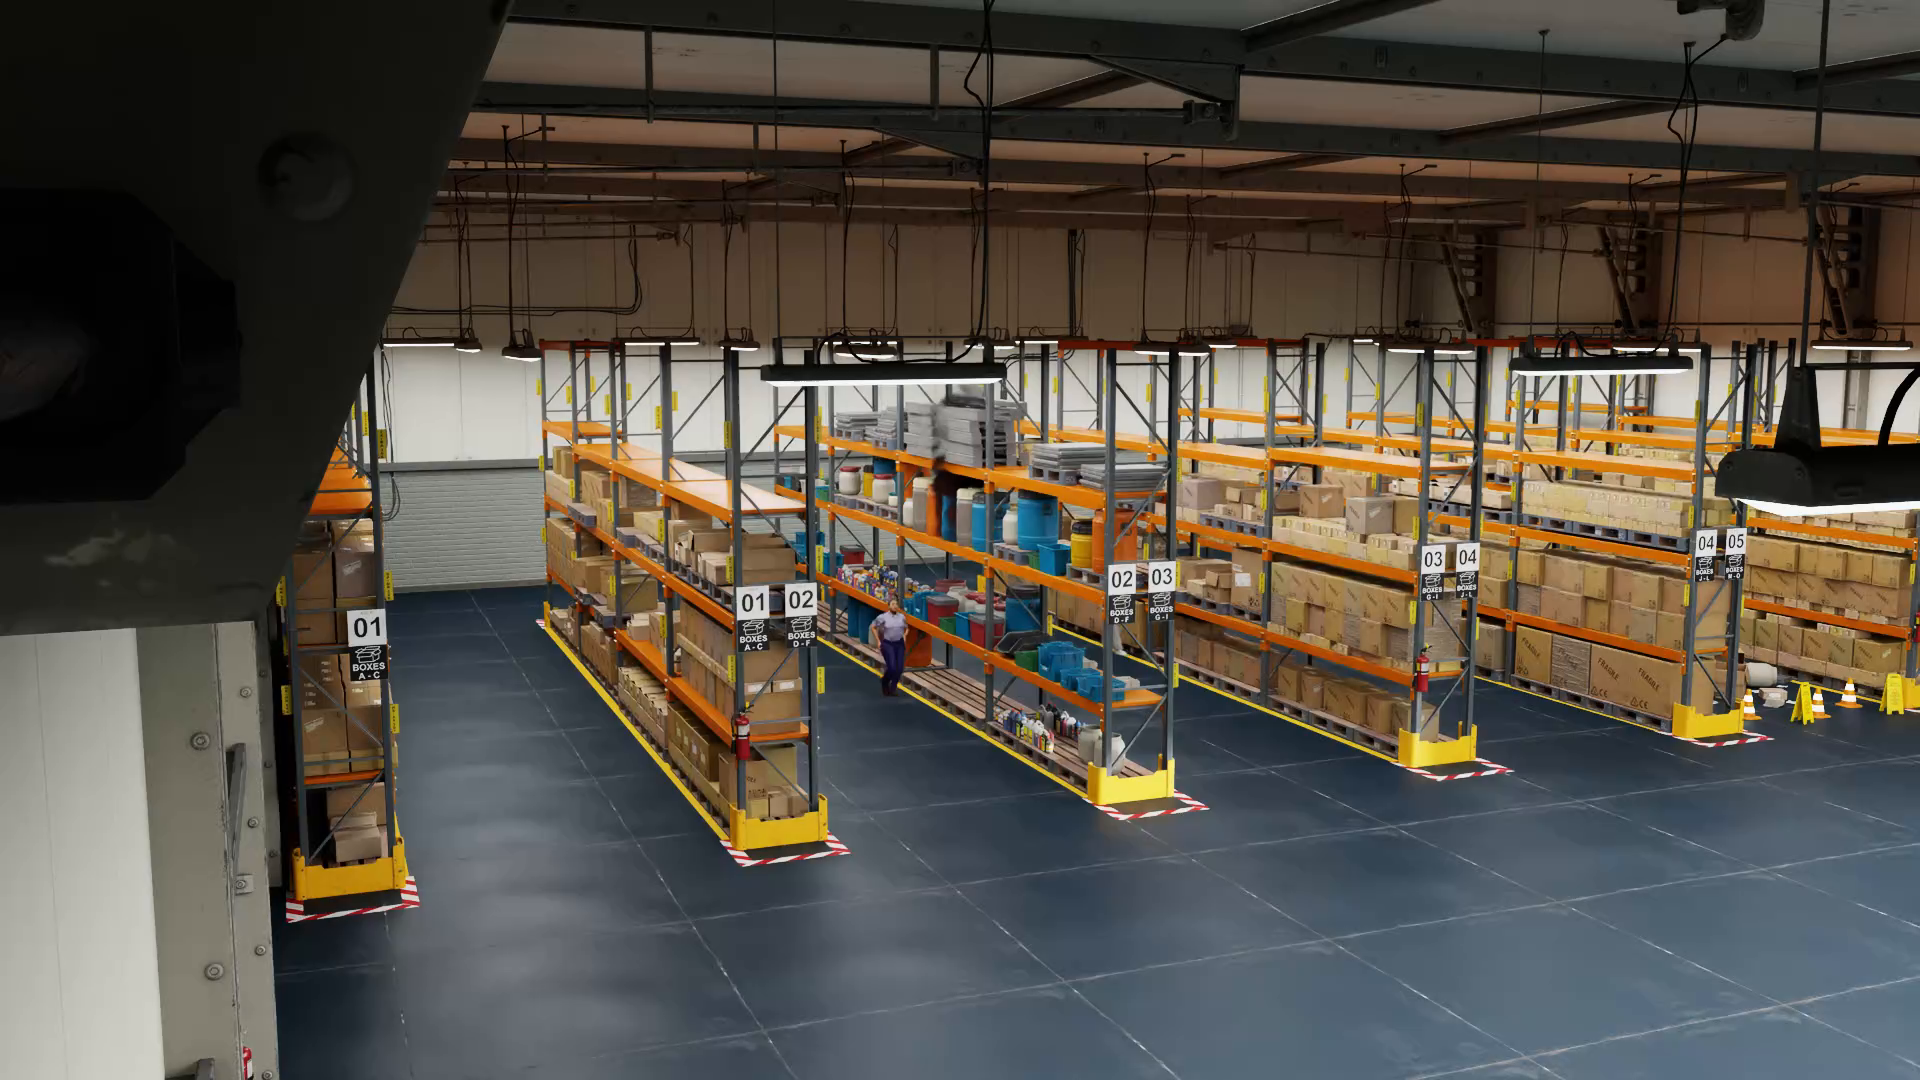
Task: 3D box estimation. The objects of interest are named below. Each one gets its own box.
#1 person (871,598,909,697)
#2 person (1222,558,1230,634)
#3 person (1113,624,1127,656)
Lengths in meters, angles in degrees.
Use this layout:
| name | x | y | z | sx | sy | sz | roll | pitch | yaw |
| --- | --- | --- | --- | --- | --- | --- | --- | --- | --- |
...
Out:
| name | x | y | z | sx | sy | sz | roll | pitch | yaw |
| --- | --- | --- | --- | --- | --- | --- | --- | --- | --- |
| person | -1.069 | 1.757 | 26.910 | 0.606 | 1.612 | 0.526 | -4 | 8 | -27 |
| person | 5.271 | 1.205 | 33.139 | 0.564 | 1.723 | 0.681 | -3 | 8 | -23 |
| person | 2.857 | 1.262 | 30.489 | 0.586 | 1.690 | 0.759 | -4 | 9 | -29 |
